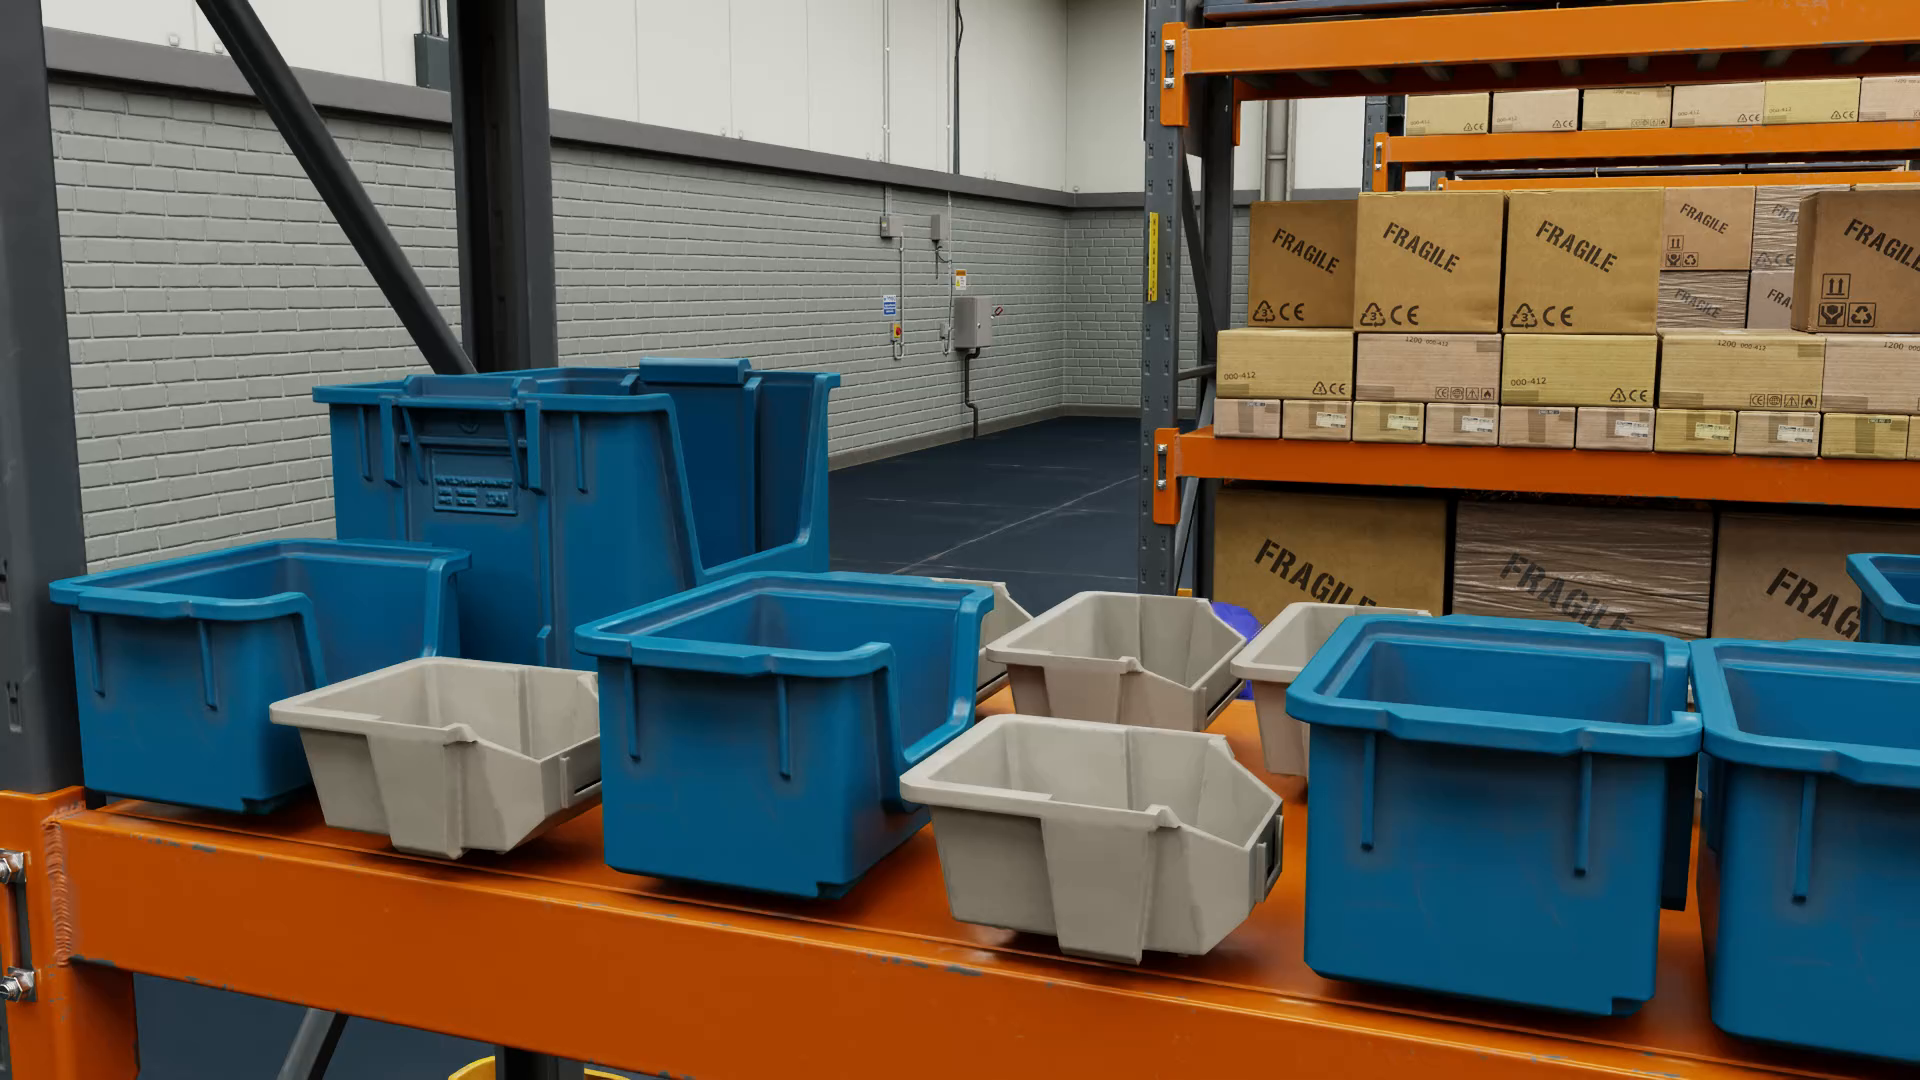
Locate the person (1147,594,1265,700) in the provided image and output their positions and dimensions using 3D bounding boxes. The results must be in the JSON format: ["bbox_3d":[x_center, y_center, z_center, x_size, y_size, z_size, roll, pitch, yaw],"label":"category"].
[{"bbox_3d":[0.823,0.612,5.520,0.866,0.866,0.464,1,9,5],"label":"person"}]
